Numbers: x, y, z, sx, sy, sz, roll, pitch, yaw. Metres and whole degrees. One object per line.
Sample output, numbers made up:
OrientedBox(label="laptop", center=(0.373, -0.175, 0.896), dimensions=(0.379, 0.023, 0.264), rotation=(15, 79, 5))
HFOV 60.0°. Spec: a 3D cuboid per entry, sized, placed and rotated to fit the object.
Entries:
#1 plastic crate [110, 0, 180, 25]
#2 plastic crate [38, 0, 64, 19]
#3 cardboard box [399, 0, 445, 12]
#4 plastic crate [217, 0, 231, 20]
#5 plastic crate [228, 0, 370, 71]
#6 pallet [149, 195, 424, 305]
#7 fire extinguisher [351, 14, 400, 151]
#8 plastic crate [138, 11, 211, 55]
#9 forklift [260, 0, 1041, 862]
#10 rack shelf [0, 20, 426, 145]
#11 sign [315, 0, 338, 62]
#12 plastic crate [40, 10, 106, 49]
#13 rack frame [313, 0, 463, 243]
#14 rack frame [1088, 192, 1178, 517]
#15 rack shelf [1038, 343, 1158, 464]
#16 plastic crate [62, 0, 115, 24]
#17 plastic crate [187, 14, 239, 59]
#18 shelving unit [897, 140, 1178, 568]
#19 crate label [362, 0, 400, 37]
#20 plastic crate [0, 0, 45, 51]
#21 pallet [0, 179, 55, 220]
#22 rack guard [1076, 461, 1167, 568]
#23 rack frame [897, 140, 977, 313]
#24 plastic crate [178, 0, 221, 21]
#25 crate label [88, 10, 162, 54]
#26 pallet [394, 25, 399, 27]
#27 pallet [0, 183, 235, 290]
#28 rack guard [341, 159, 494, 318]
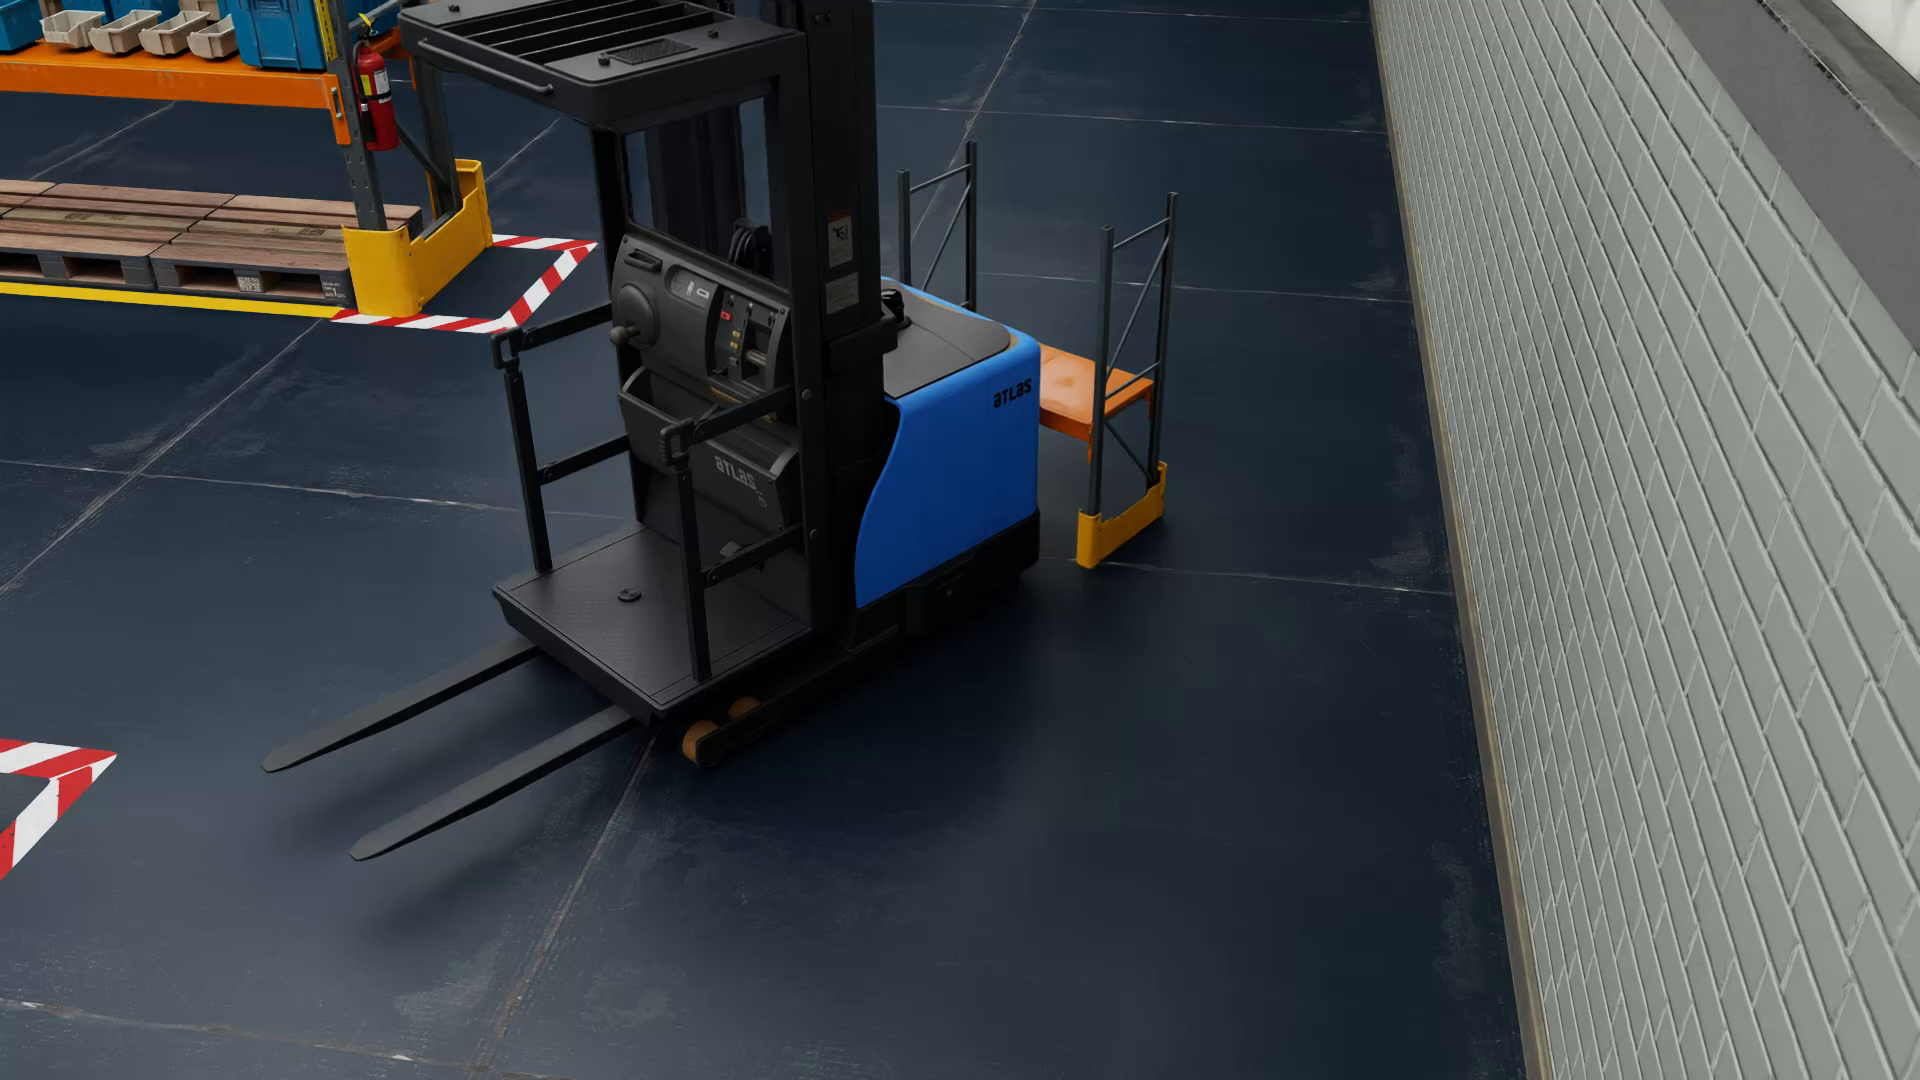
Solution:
OrientedBox(label="plastic crate", center=(-4.615, -3.080, 9.445), dimensions=(0.300, 0.233, 0.416), rotation=(5, 32, 8))
OrientedBox(label="plastic crate", center=(-5.305, -3.087, 9.546), dimensions=(0.466, 0.136, 0.293), rotation=(5, 32, 8))
OrientedBox(label="cardboard box", center=(-4.383, -4.725, 13.909), dimensions=(0.637, 0.503, 0.797), rotation=(5, 32, 8))
OrientedBox(label="plastic crate", center=(-3.966, -3.022, 9.351), dimensions=(0.300, 0.233, 0.416), rotation=(5, 32, 8))
OrientedBox(label="plastic crate", center=(-3.491, -2.787, 8.785), dimensions=(0.499, 0.435, 0.616), rotation=(5, 32, 8))
OrientedBox(label="pallet", center=(-3.936, -1.726, 9.809), dimensions=(1.213, 0.211, 1.003), rotation=(5, 32, 8))
OrientedBox(label="fire extinguisher", center=(-3.057, -2.372, 8.637), dimensions=(0.183, 0.674, 0.296), rotation=(5, 32, 8))
OrientedBox(label="plastic crate", center=(-4.247, -2.739, 8.991), dimensions=(0.243, 0.136, 0.396), rotation=(5, 32, 8))
OrientedBox(label="forklift", center=(-1.063, -0.740, 5.670), dimensions=(1.130, 2.935, 3.031), rotation=(28, 41, 37))
OrientedBox(label="rack shelf", center=(-5.101, -2.688, 9.395), dimensions=(4.000, 0.370, 1.077), rotation=(5, 32, 8))
OrientedBox(label="sign", center=(-3.206, -2.594, 8.413), dimensions=(0.005, 0.325, 0.100), rotation=(5, 32, 8))
OrientedBox(label="plastic crate", center=(-4.821, -2.768, 9.037), dimensions=(0.250, 0.136, 0.298), rotation=(5, 32, 8))
OrientedBox(label="rack frame", center=(-3.129, -2.814, 8.919), dimensions=(0.127, 3.000, 1.000), rotation=(5, 32, 8))
OrientedBox(label="rack frame", center=(0.704, -0.648, 6.872), dimensions=(0.032, 1.500, 0.500), rotation=(23, 39, 32))
OrientedBox(label="rack shelf", center=(0.306, -0.664, 7.236), dimensions=(1.000, 0.185, 0.538), rotation=(23, 39, 32))
OrientedBox(label="plastic crate", center=(-4.911, -3.107, 9.488), dimensions=(0.300, 0.233, 0.416), rotation=(5, 32, 8))
OrientedBox(label="plastic crate", center=(-3.964, -2.706, 8.938), dimensions=(0.243, 0.136, 0.396), rotation=(5, 32, 8))
OrientedBox(label="shelving unit", center=(0.313, -0.813, 7.135), dimensions=(1.083, 1.500, 0.587), rotation=(23, 39, 32))
OrientedBox(label="crate label", center=(-3.317, -2.963, 9.257), dimensions=(0.303, 0.233, 0.416), rotation=(5, 32, 8))
OrientedBox(label="plastic crate", center=(-5.197, -2.818, 9.026), dimensions=(0.300, 0.233, 0.416), rotation=(5, 32, 8))
OrientedBox(label="pallet", center=(-6.341, -1.944, 10.156), dimensions=(1.213, 0.211, 1.003), rotation=(5, 32, 8))
OrientedBox(label="rack guard", center=(0.703, -0.119, 7.205), dimensions=(0.087, 0.250, 0.587), rotation=(23, 39, 32))
OrientedBox(label="rack frame", center=(-0.092, -0.984, 7.408), dimensions=(0.032, 1.500, 0.500), rotation=(23, 39, 32))
OrientedBox(label="plastic crate", center=(-4.288, -3.054, 9.495), dimensions=(0.298, 0.136, 0.250), rotation=(5, 32, 8))
OrientedBox(label="crate label", center=(-4.526, -2.751, 9.010), dimensions=(0.243, 0.136, 0.396), rotation=(5, 32, 8))
OrientedBox(label="pallet", center=(-4.352, -4.410, 14.097), dimensions=(1.213, 0.211, 1.003), rotation=(5, 32, 8))
OrientedBox(label="pallet", center=(-5.135, -1.836, 9.984), dimensions=(1.213, 0.211, 1.003), rotation=(5, 32, 8))
OrientedBox(label="rack guard", center=(-3.104, -1.759, 9.589), dimensions=(0.348, 0.500, 1.175), rotation=(5, 32, 8))
